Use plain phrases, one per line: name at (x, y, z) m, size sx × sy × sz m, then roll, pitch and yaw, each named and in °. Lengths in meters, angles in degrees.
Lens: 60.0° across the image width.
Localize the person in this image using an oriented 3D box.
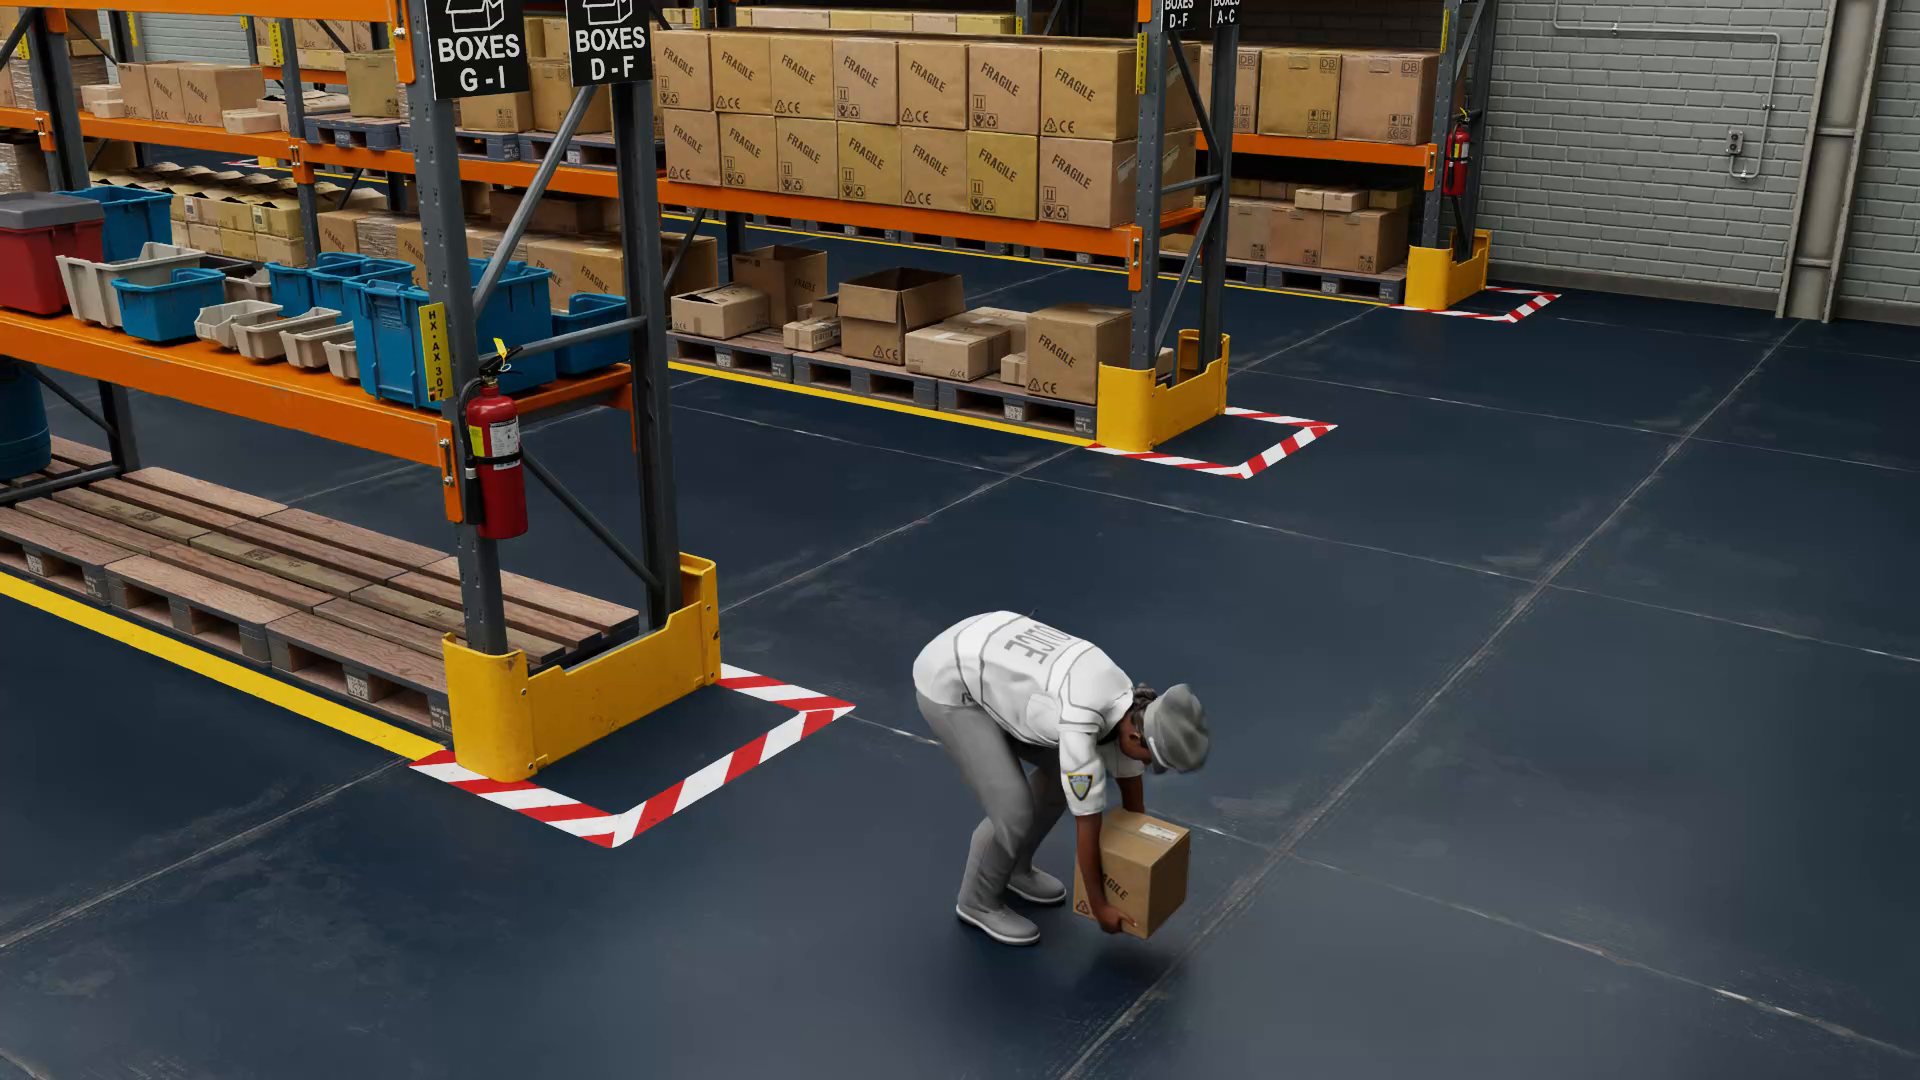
person at (0.300, 0.741, 5.026) m, size 0.927 × 0.987 × 0.444 m, roll 12°, pitch 23°, yaw 30°
